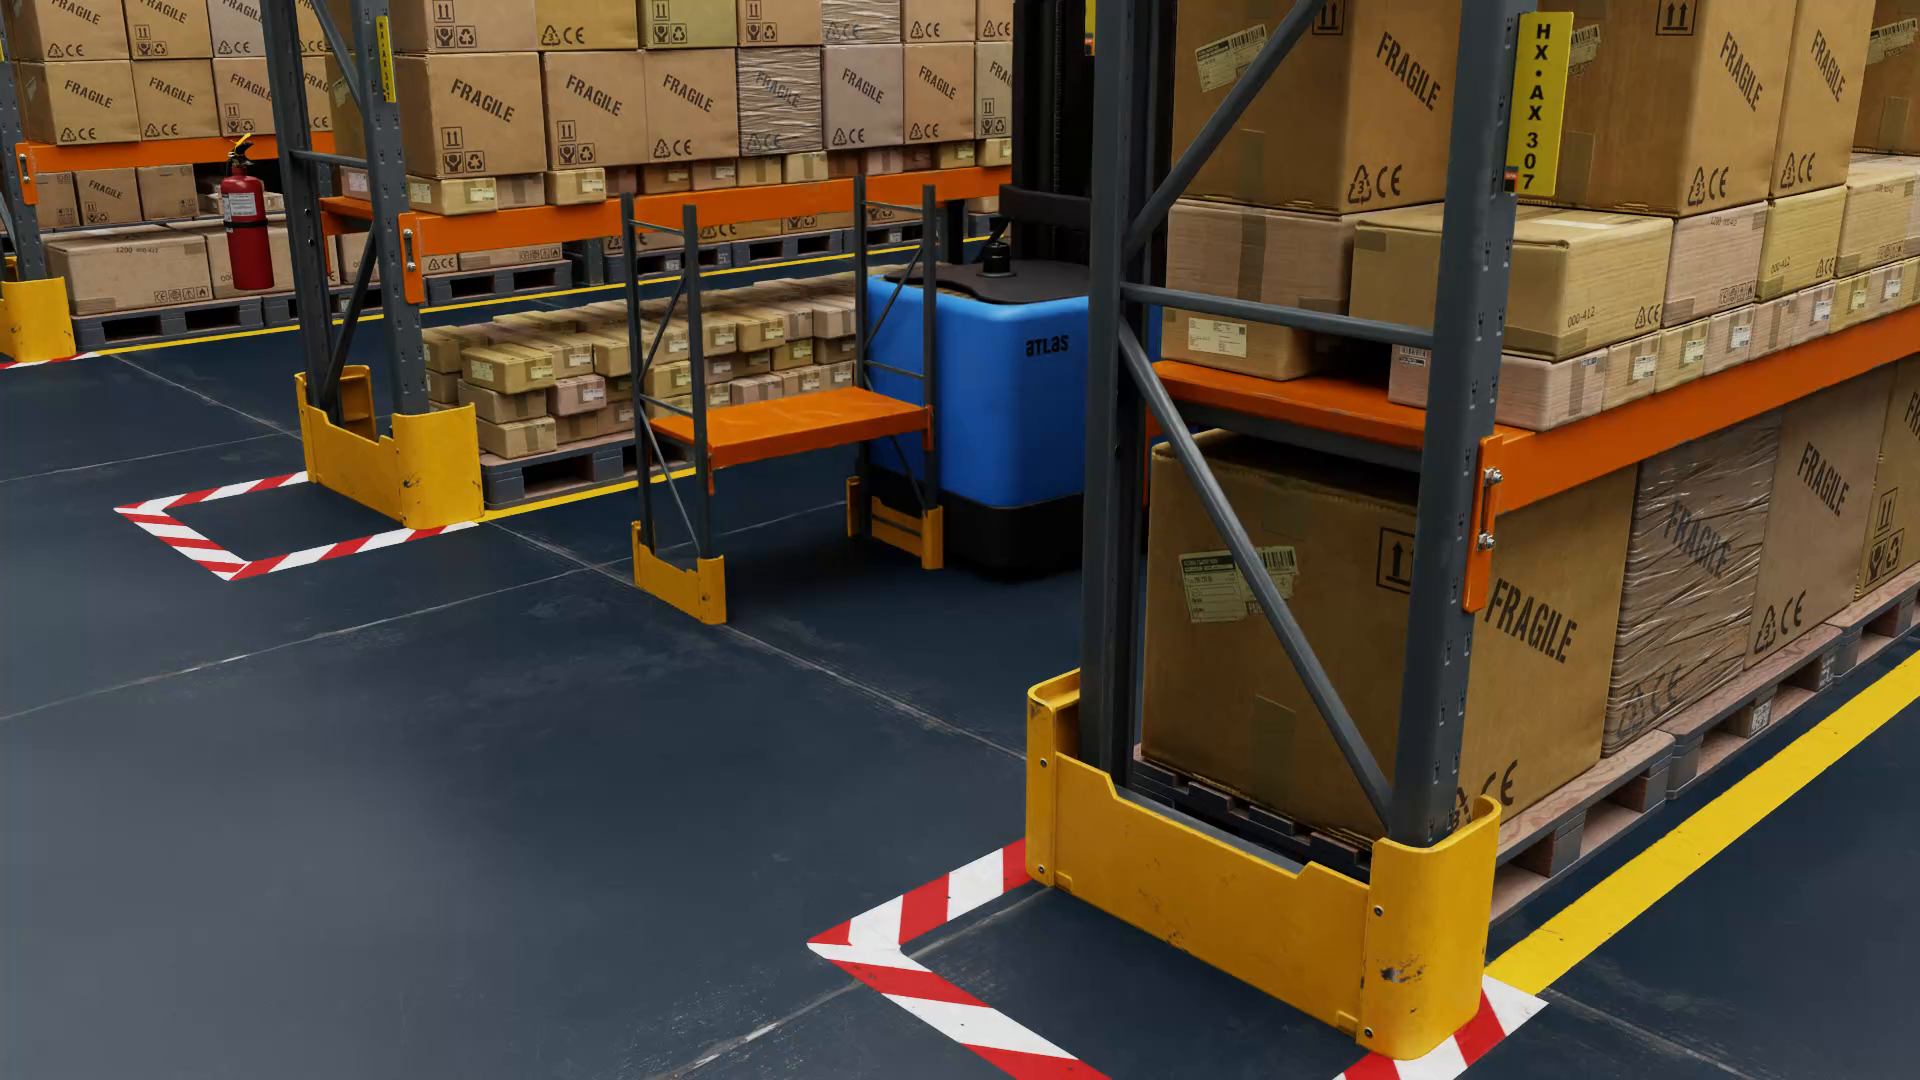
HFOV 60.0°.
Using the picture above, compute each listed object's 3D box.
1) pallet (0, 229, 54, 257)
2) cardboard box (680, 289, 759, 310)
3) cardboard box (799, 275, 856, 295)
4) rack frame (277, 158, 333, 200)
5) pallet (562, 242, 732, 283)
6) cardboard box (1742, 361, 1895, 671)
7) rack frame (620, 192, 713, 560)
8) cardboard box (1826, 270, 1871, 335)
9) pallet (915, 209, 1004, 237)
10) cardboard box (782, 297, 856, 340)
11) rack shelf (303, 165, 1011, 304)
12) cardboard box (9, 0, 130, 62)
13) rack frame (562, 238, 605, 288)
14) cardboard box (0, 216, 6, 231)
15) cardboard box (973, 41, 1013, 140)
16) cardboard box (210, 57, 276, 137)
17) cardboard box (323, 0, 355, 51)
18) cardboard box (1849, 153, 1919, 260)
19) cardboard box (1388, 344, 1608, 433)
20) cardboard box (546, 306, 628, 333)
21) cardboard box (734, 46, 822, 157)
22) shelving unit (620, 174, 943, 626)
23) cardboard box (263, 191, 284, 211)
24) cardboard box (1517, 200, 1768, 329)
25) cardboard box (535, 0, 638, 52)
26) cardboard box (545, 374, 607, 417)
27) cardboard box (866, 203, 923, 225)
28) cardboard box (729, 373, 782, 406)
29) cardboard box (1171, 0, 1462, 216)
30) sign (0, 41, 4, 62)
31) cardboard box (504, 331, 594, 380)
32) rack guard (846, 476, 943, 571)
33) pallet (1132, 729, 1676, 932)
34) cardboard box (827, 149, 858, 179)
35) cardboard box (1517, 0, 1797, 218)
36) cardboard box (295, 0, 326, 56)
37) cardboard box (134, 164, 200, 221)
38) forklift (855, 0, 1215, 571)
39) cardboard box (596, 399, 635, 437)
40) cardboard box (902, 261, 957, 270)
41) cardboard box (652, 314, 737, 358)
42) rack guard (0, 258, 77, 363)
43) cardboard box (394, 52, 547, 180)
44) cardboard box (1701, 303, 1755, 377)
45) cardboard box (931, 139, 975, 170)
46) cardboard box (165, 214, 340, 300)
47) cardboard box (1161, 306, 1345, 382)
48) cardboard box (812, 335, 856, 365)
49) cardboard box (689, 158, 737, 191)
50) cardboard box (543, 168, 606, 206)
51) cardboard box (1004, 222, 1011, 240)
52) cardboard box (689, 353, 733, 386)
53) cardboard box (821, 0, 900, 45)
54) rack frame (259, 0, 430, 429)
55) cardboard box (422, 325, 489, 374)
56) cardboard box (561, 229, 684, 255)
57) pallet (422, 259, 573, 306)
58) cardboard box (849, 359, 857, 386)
[{"bbox_3d":[-8.901,-2.669,14.876,1.213,0.211,1.003,-16,24,-41],"label":"pallet"},{"bbox_3d":[-1.286,-1.233,8.902,0.250,0.149,0.380,-16,24,-41],"label":"cardboard box"},{"bbox_3d":[-0.698,-1.389,9.381,0.250,0.149,0.380,-17,25,-42],"label":"cardboard box"},{"bbox_3d":[-6.628,-4.658,16.488,0.127,3.000,1.000,-16,24,-41],"label":"rack frame"},{"bbox_3d":[-2.706,-2.401,14.046,1.213,0.211,1.003,-16,24,-41],"label":"pallet"},{"bbox_3d":[2.405,-0.202,5.509,0.875,0.875,0.875,-16,24,-41],"label":"cardboard box"},{"bbox_3d":[-1.057,-0.478,6.028,0.032,1.500,0.500,-14,22,-36],"label":"rack frame"},{"bbox_3d":[2.289,-0.686,4.645,0.250,0.149,0.380,-17,25,-42],"label":"cardboard box"},{"bbox_3d":[0.260,-3.233,16.614,1.213,0.211,1.003,-16,24,-41],"label":"pallet"},{"bbox_3d":[-0.718,-1.159,8.672,0.380,0.149,0.250,17,24,42],"label":"cardboard box"},{"bbox_3d":[-1.194,-1.693,8.508,4.000,0.370,1.077,-16,24,-41],"label":"rack shelf"},{"bbox_3d":[-5.577,-3.260,10.393,0.500,0.500,0.500,-17,25,-42],"label":"cardboard box"},{"bbox_3d":[-3.215,-3.547,13.060,0.127,3.000,1.000,-16,24,-41],"label":"rack frame"},{"bbox_3d":[-8.690,-2.844,14.834,0.380,0.149,0.250,17,24,42],"label":"cardboard box"},{"bbox_3d":[0.102,-2.482,9.132,0.500,0.500,0.500,-16,24,-41],"label":"cardboard box"},{"bbox_3d":[-4.845,-3.001,11.215,0.500,0.500,0.500,-16,24,-41],"label":"cardboard box"},{"bbox_3d":[-2.486,-2.429,7.346,0.500,0.500,0.500,-17,24,-42],"label":"cardboard box"},{"bbox_3d":[2.708,-1.025,5.044,0.500,0.250,0.500,-16,24,-40],"label":"cardboard box"},{"bbox_3d":[1.172,-0.360,3.639,0.250,0.149,0.380,-16,24,-40],"label":"cardboard box"},{"bbox_3d":[-1.882,-1.071,8.402,0.380,0.149,0.250,17,24,42],"label":"cardboard box"},{"bbox_3d":[-1.029,-2.163,8.148,0.500,0.500,0.500,-17,25,-42],"label":"cardboard box"},{"bbox_3d":[-0.664,-0.573,6.321,1.083,1.500,0.587,-14,22,-36],"label":"shelving unit"},{"bbox_3d":[-6.831,-3.318,16.296,0.380,0.149,0.250,17,25,42],"label":"cardboard box"},{"bbox_3d":[1.595,-0.701,4.045,0.500,0.250,0.500,-17,24,-41],"label":"cardboard box"},{"bbox_3d":[-1.776,-2.420,7.319,0.500,0.500,0.500,-15,23,-39],"label":"cardboard box"},{"bbox_3d":[-1.852,-0.695,7.724,0.250,0.149,0.380,-16,24,-41],"label":"cardboard box"},{"bbox_3d":[-0.868,-3.455,15.543,0.875,0.875,0.875,-17,24,-41],"label":"cardboard box"},{"bbox_3d":[-1.115,-0.760,8.408,0.380,0.149,0.250,16,24,41],"label":"cardboard box"},{"bbox_3d":[0.861,-1.067,3.958,0.500,0.500,0.500,-16,24,-40],"label":"cardboard box"},{"bbox_3d":[-5.745,-3.023,9.912,0.005,0.325,0.100,-16,24,-41],"label":"sign"},{"bbox_3d":[-1.915,-0.858,7.744,0.250,0.149,0.380,-16,24,-40],"label":"cardboard box"},{"bbox_3d":[-0.271,-0.074,6.806,0.087,0.250,0.587,-14,22,-36],"label":"rack guard"},{"bbox_3d":[1.214,0.661,4.603,1.213,0.211,1.003,-16,24,-41],"label":"pallet"},{"bbox_3d":[-0.738,-1.949,8.539,0.250,0.149,0.380,-17,24,-42],"label":"cardboard box"},{"bbox_3d":[1.585,-1.052,3.911,0.500,0.500,0.500,-17,25,-42],"label":"cardboard box"},{"bbox_3d":[-4.476,-3.588,11.404,0.500,0.500,0.500,-16,24,-41],"label":"cardboard box"},{"bbox_3d":[-7.623,-3.322,15.739,0.700,0.500,0.500,17,24,42],"label":"cardboard box"},{"bbox_3d":[1.026,-1.621,7.231,3.031,2.935,1.130,-14,22,-36],"label":"forklift"},{"bbox_3d":[-1.737,-0.622,7.981,0.250,0.149,0.380,-16,24,-40],"label":"cardboard box"},{"bbox_3d":[-0.133,-1.559,9.906,0.250,0.149,0.380,-15,23,-39],"label":"cardboard box"},{"bbox_3d":[-1.313,-1.010,8.215,0.250,0.149,0.380,-15,23,-39],"label":"cardboard box"},{"bbox_3d":[-6.139,-1.505,10.815,0.348,0.500,1.175,-16,24,-41],"label":"rack guard"},{"bbox_3d":[-2.131,-1.833,7.131,0.500,0.500,0.500,-15,23,-38],"label":"cardboard box"},{"bbox_3d":[1.732,-0.524,4.146,0.250,0.149,0.380,-17,24,-42],"label":"cardboard box"},{"bbox_3d":[-0.135,-2.104,9.018,0.250,0.149,0.380,-15,23,-39],"label":"cardboard box"},{"bbox_3d":[-5.051,-2.038,11.880,0.875,0.438,0.875,-15,24,-39],"label":"cardboard box"},{"bbox_3d":[0.720,-0.508,4.095,0.250,0.149,0.380,-16,24,-40],"label":"cardboard box"},{"bbox_3d":[-0.752,-1.043,8.798,0.380,0.149,0.250,17,24,41],"label":"cardboard box"},{"bbox_3d":[-1.291,-1.779,8.014,0.250,0.149,0.380,-17,24,-42],"label":"cardboard box"},{"bbox_3d":[-1.798,-1.595,7.448,0.380,0.149,0.250,17,25,42],"label":"cardboard box"},{"bbox_3d":[0.627,-2.041,10.571,0.500,0.250,0.500,-17,25,-42],"label":"cardboard box"},{"bbox_3d":[-1.347,-0.874,8.277,0.380,0.149,0.250,16,24,41],"label":"cardboard box"},{"bbox_3d":[-0.650,-2.747,8.329,0.500,0.500,0.500,-15,24,-39],"label":"cardboard box"},{"bbox_3d":[-2.647,-1.611,7.090,0.127,3.000,1.000,-16,24,-41],"label":"rack frame"},{"bbox_3d":[-2.437,-0.907,7.895,0.250,0.149,0.380,-16,24,-40],"label":"cardboard box"},{"bbox_3d":[-2.820,-2.885,13.783,0.875,0.875,0.875,-15,23,-39],"label":"cardboard box"},{"bbox_3d":[-3.821,-2.077,13.047,1.213,0.211,1.003,-16,24,-41],"label":"pallet"},{"bbox_3d":[-0.544,-0.924,8.911,0.250,0.149,0.380,-16,24,-41],"label":"cardboard box"}]
